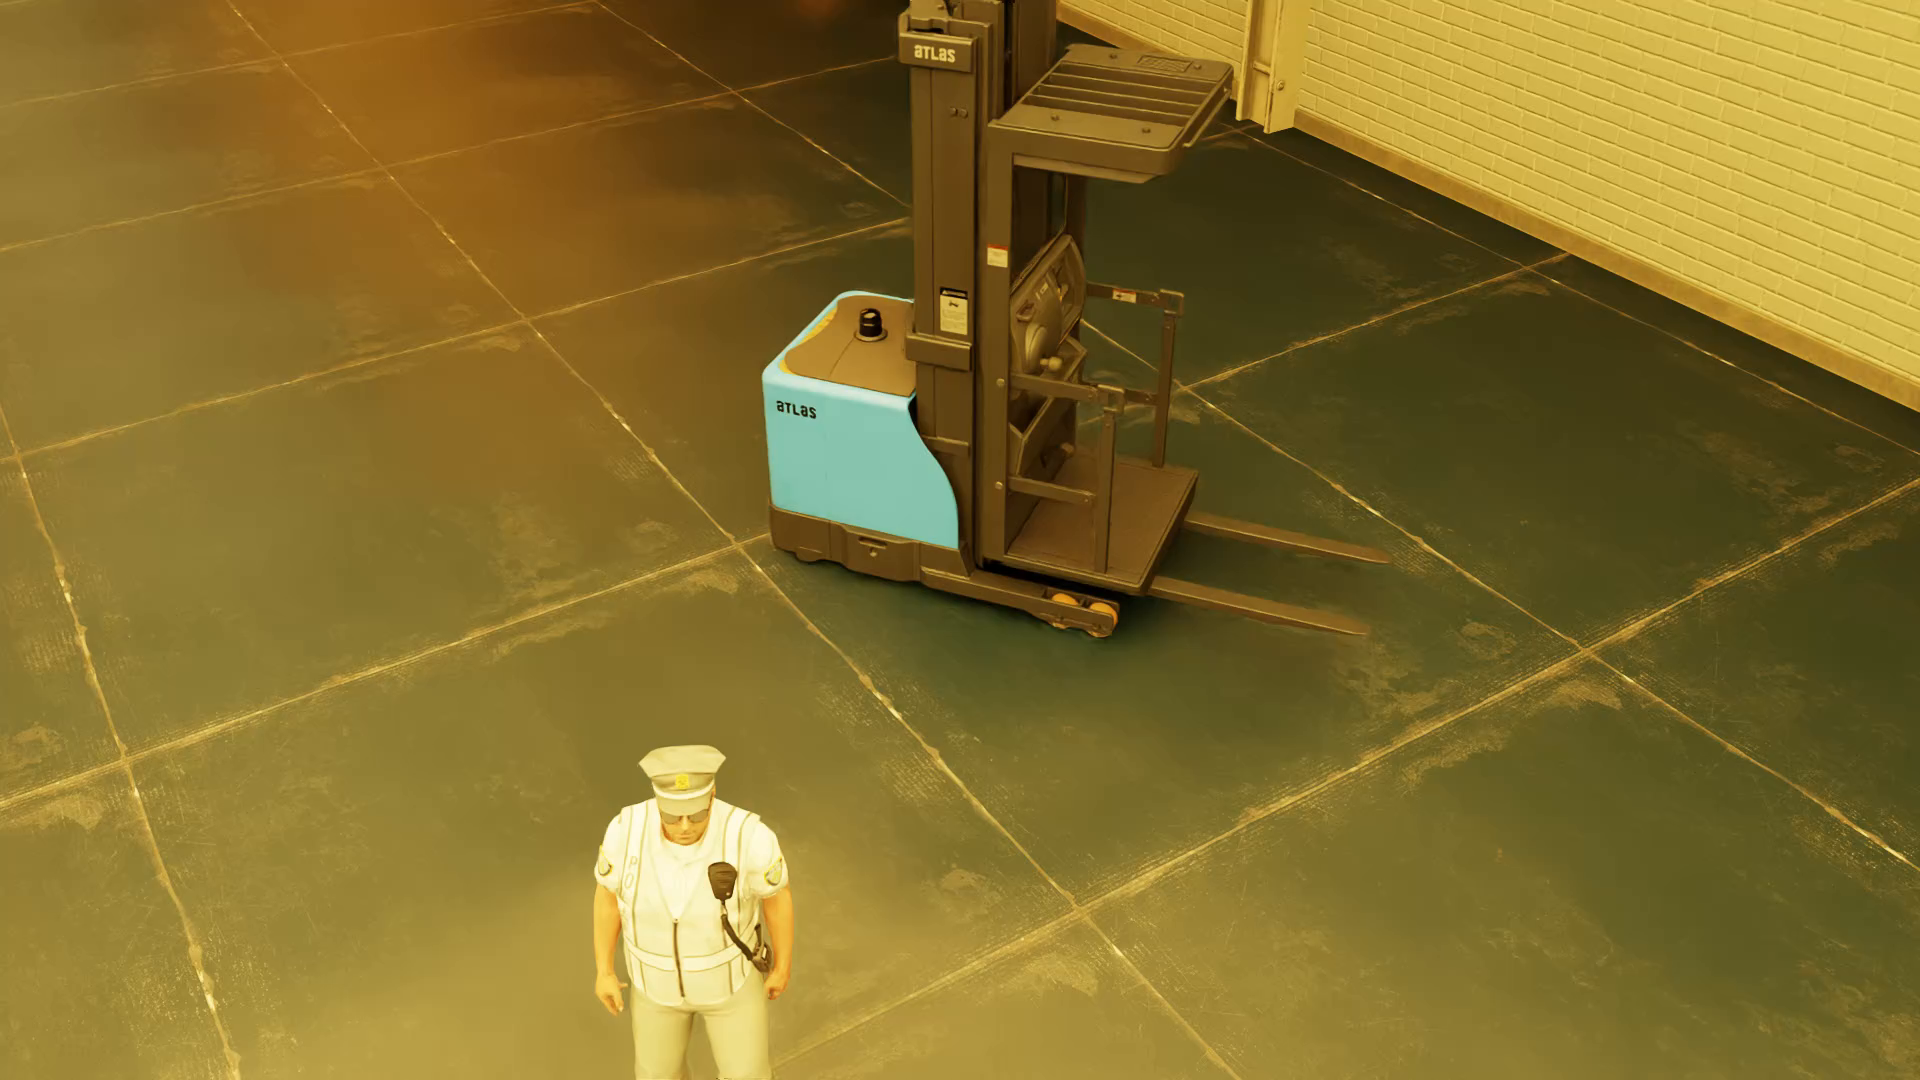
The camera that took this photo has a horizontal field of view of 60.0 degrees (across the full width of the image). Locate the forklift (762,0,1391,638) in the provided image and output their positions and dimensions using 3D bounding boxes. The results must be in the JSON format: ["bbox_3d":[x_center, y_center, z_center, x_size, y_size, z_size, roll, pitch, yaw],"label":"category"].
[{"bbox_3d":[0.596,-1.076,7.680,3.031,2.935,1.130,13,37,17],"label":"forklift"}]

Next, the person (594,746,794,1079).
[{"bbox_3d":[-0.835,1.390,5.205,0.620,1.801,0.511,1,35,1],"label":"person"}]
